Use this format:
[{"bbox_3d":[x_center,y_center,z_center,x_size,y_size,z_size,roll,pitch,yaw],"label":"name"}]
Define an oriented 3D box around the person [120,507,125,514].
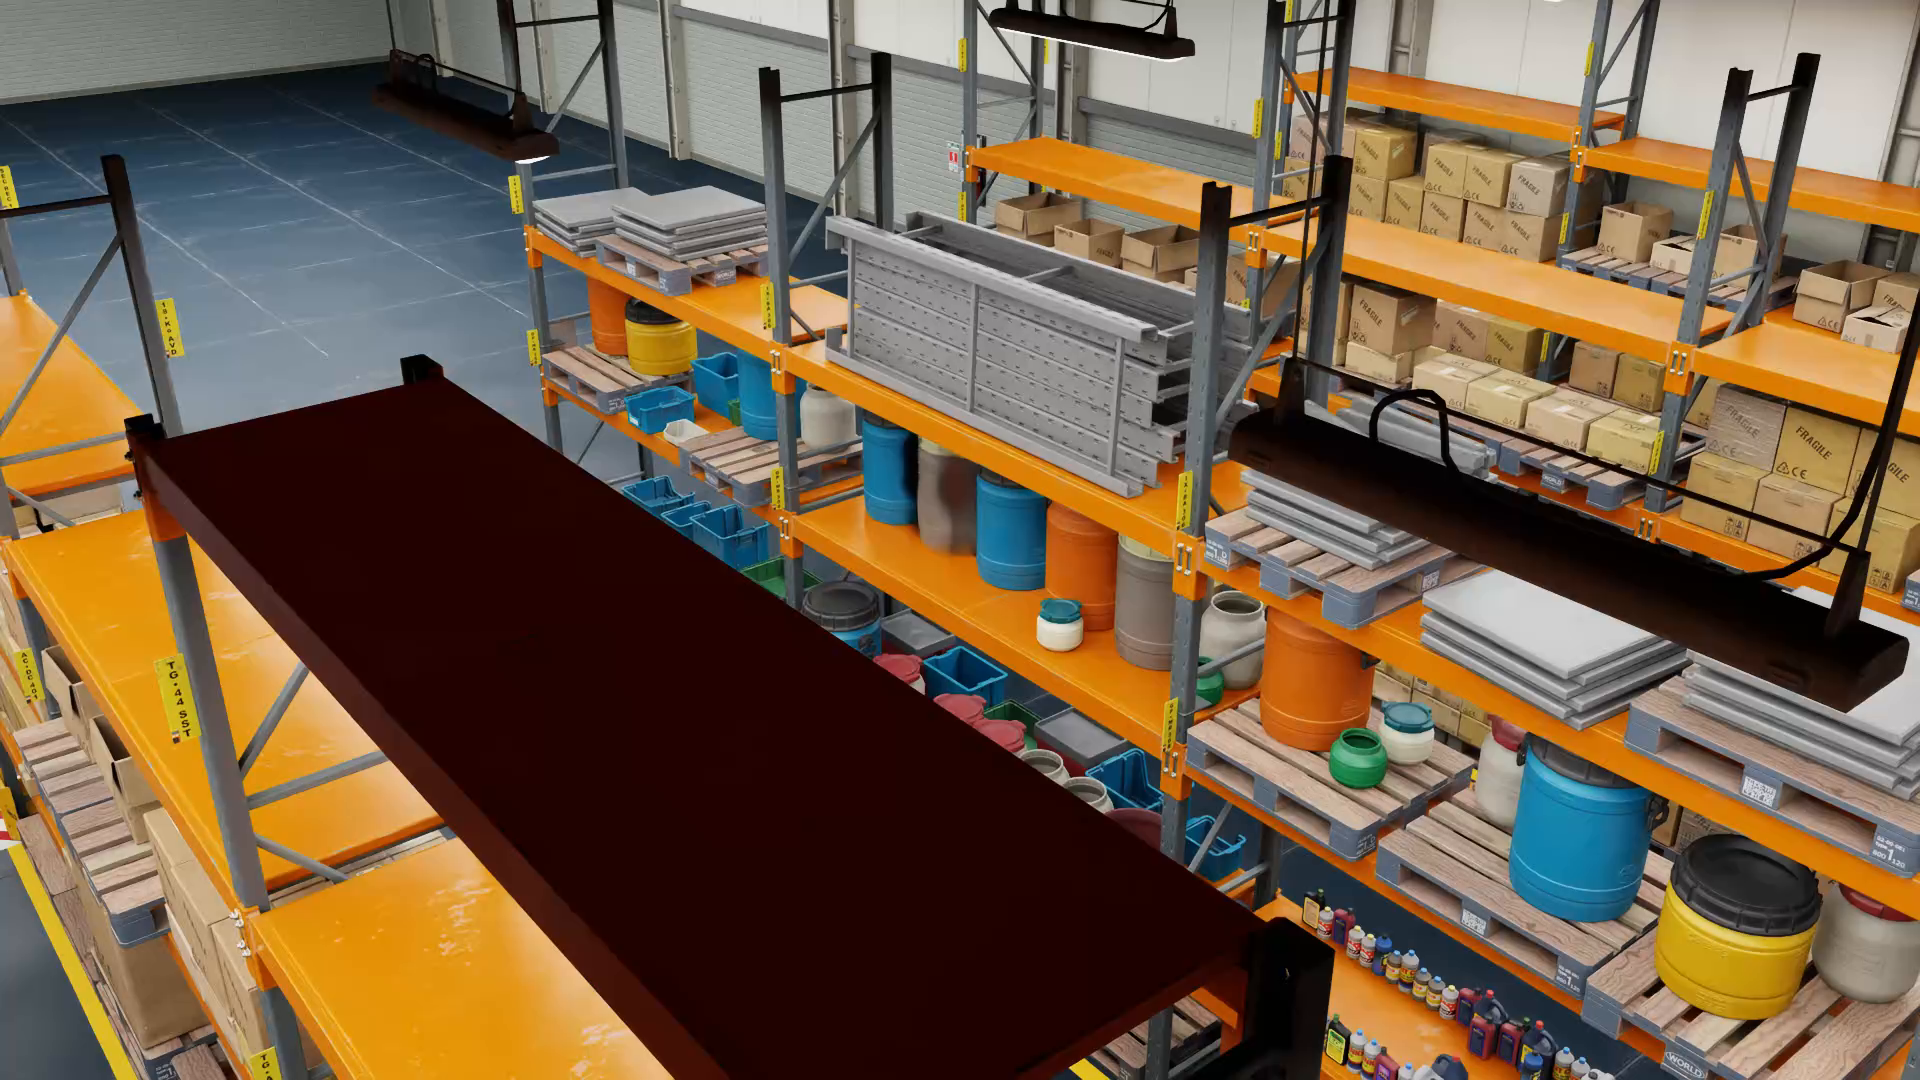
[{"bbox_3d":[-8.168,0.086,15.942,0.626,1.704,0.326,3,26,5],"label":"person"}]
